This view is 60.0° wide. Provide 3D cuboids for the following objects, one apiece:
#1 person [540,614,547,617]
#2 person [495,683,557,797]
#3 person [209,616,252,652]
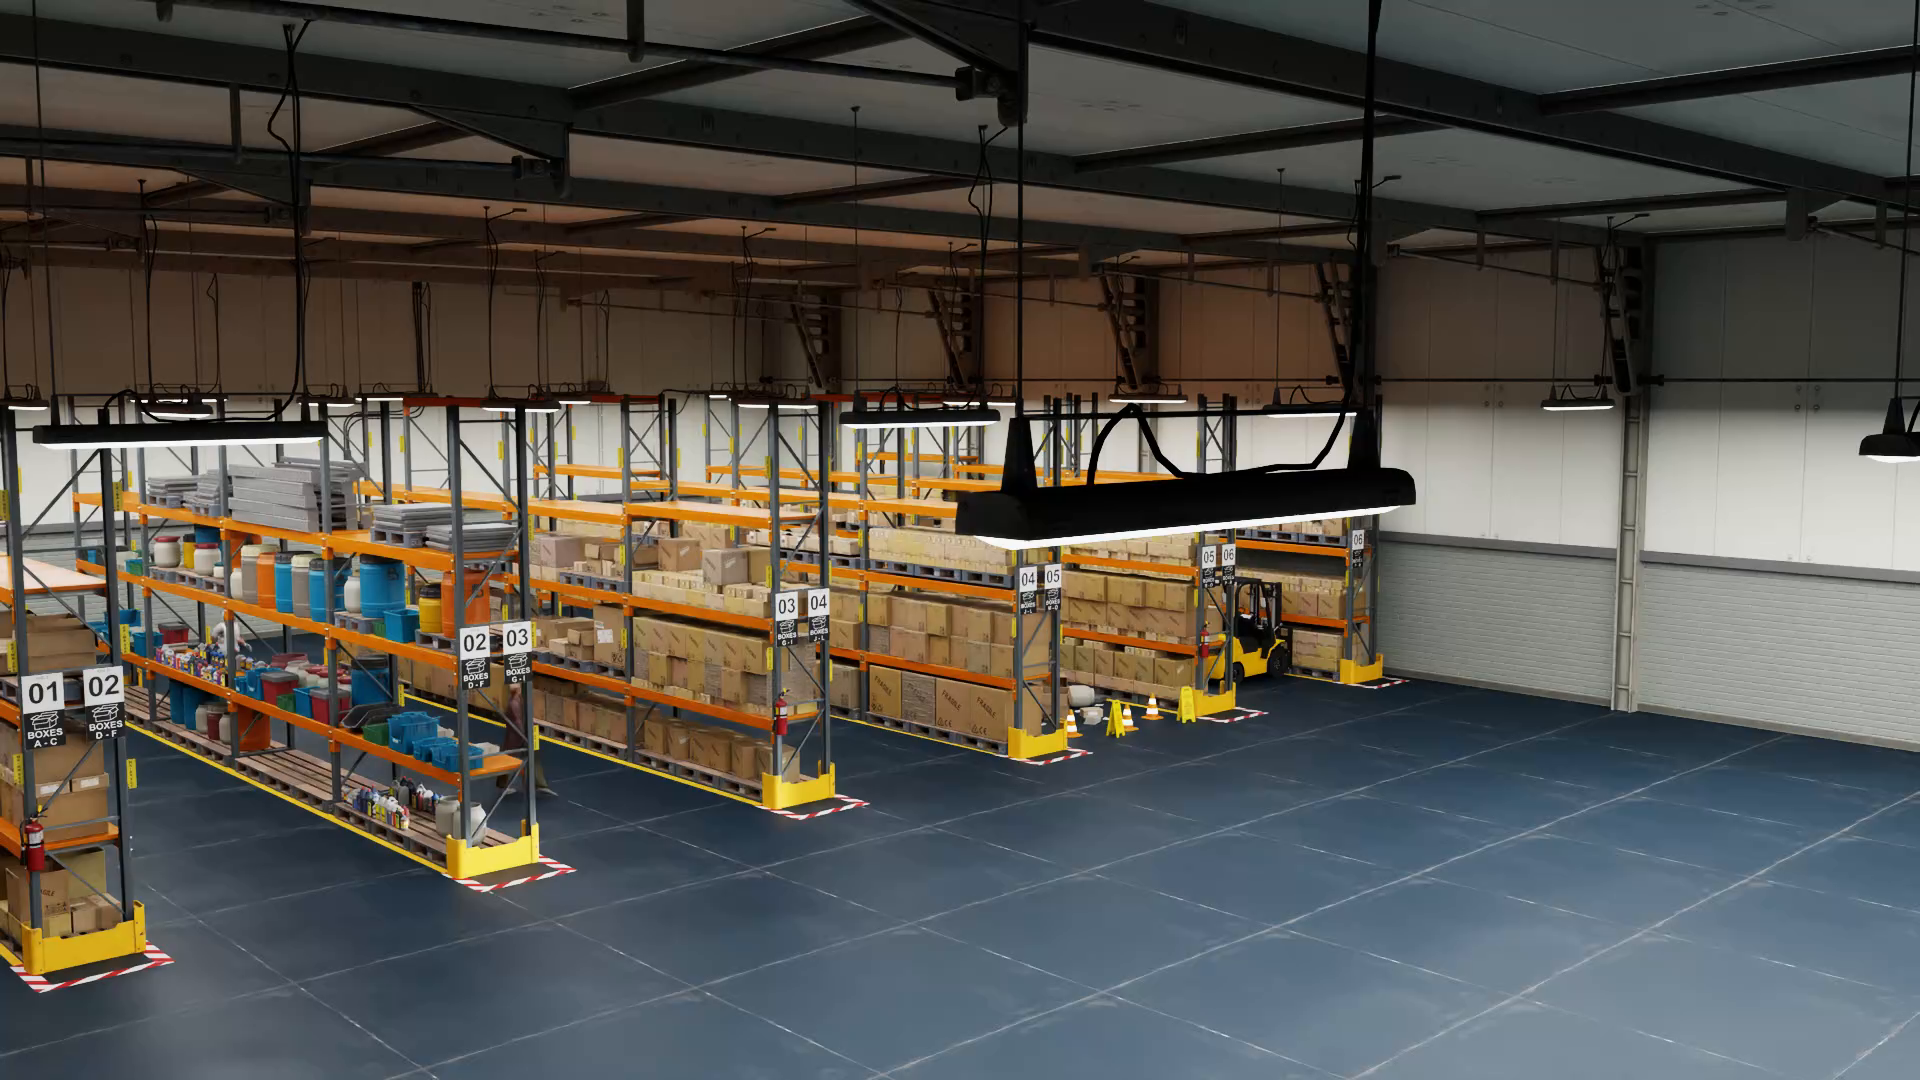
[{"bbox_3d":[-8.381,2.297,33.591,0.952,1.573,0.551,5,7,42],"label":"person"},{"bbox_3d":[-6.628,3.008,25.122,0.996,1.755,0.538,2,6,24],"label":"person"},{"bbox_3d":[-14.646,2.283,33.304,0.766,1.804,0.871,-5,8,-43],"label":"person"}]
